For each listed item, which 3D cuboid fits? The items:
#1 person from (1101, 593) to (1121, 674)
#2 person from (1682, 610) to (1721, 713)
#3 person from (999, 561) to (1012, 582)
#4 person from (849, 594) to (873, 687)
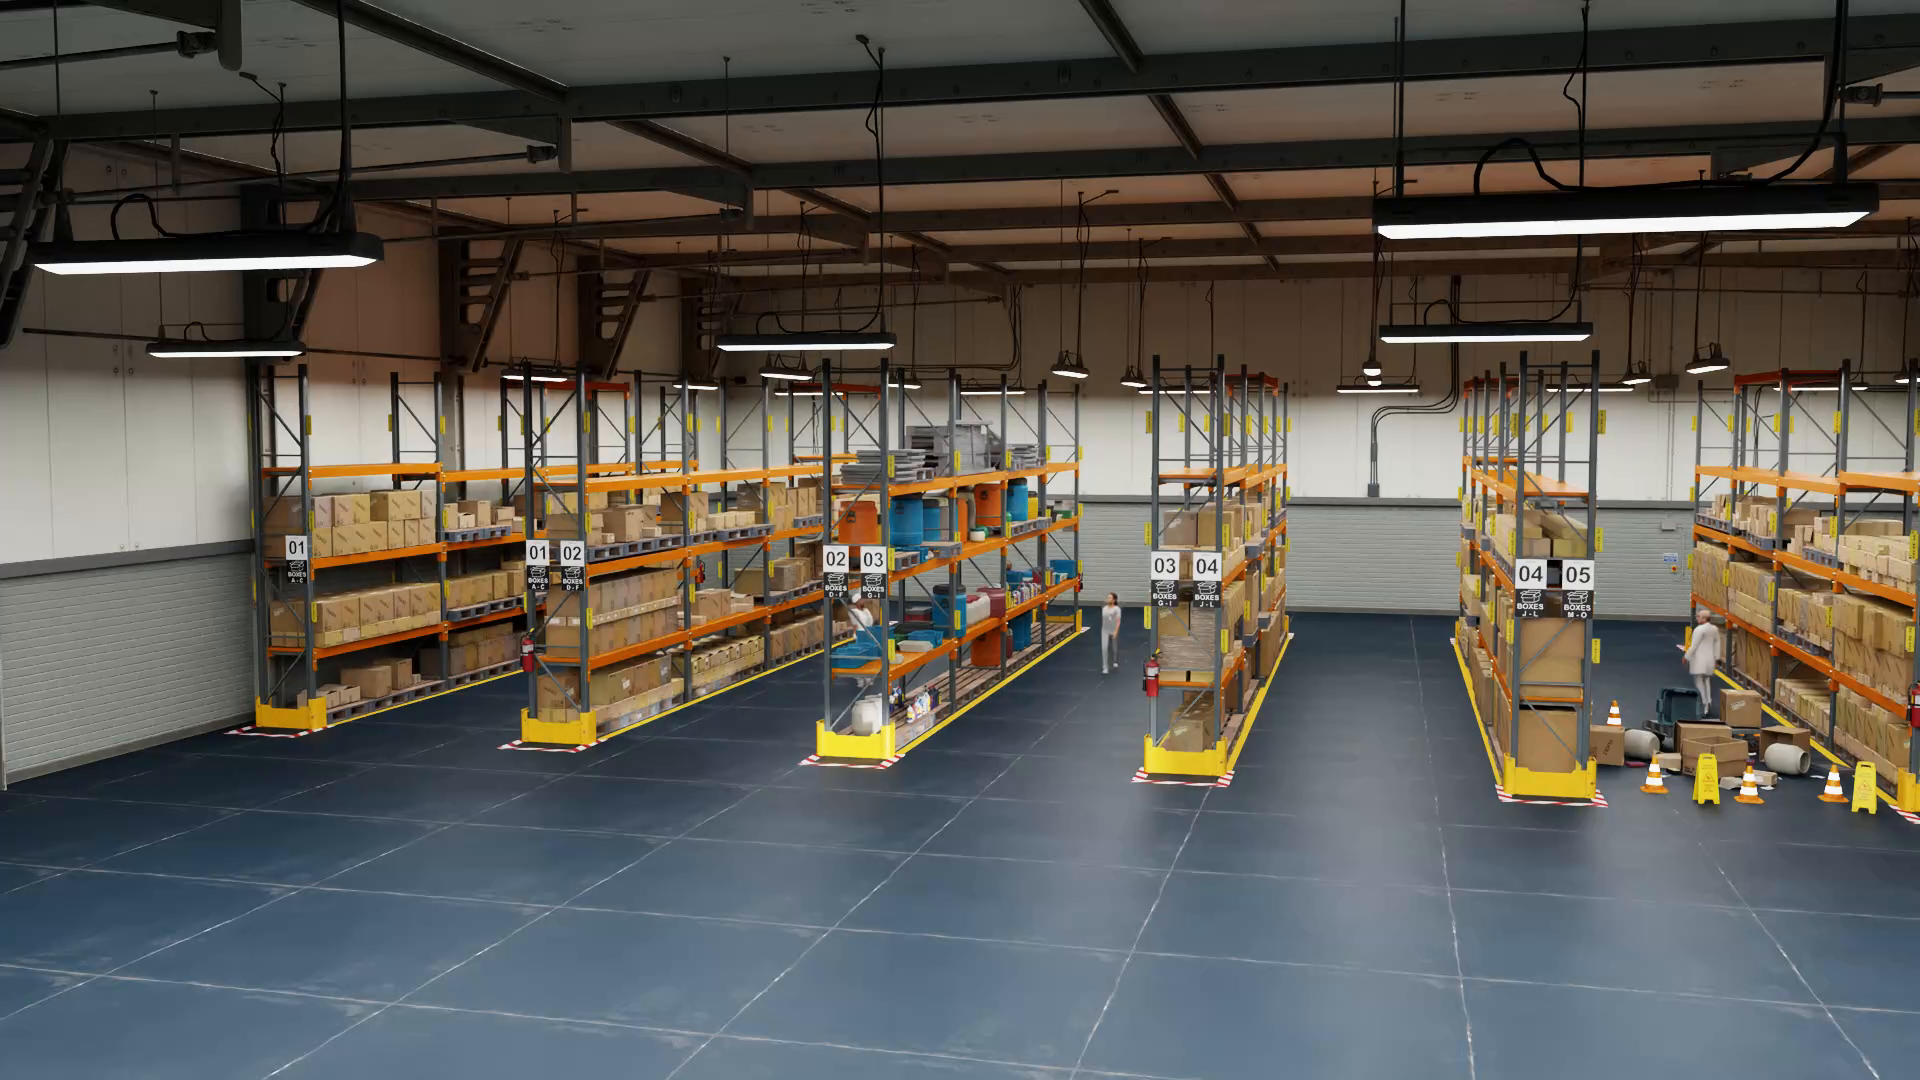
[{"bbox_3d":[3.047,1.873,33.598,0.430,1.617,1.064,1,4,10],"label":"person"},{"bbox_3d":[12.896,2.125,28.852,0.640,1.822,0.580,0,4,2],"label":"person"},{"bbox_3d":[1.221,1.318,41.479,0.498,1.598,0.988,0,4,2],"label":"person"},{"bbox_3d":[-1.840,1.947,32.065,0.491,1.829,0.601,4,5,43],"label":"person"}]
